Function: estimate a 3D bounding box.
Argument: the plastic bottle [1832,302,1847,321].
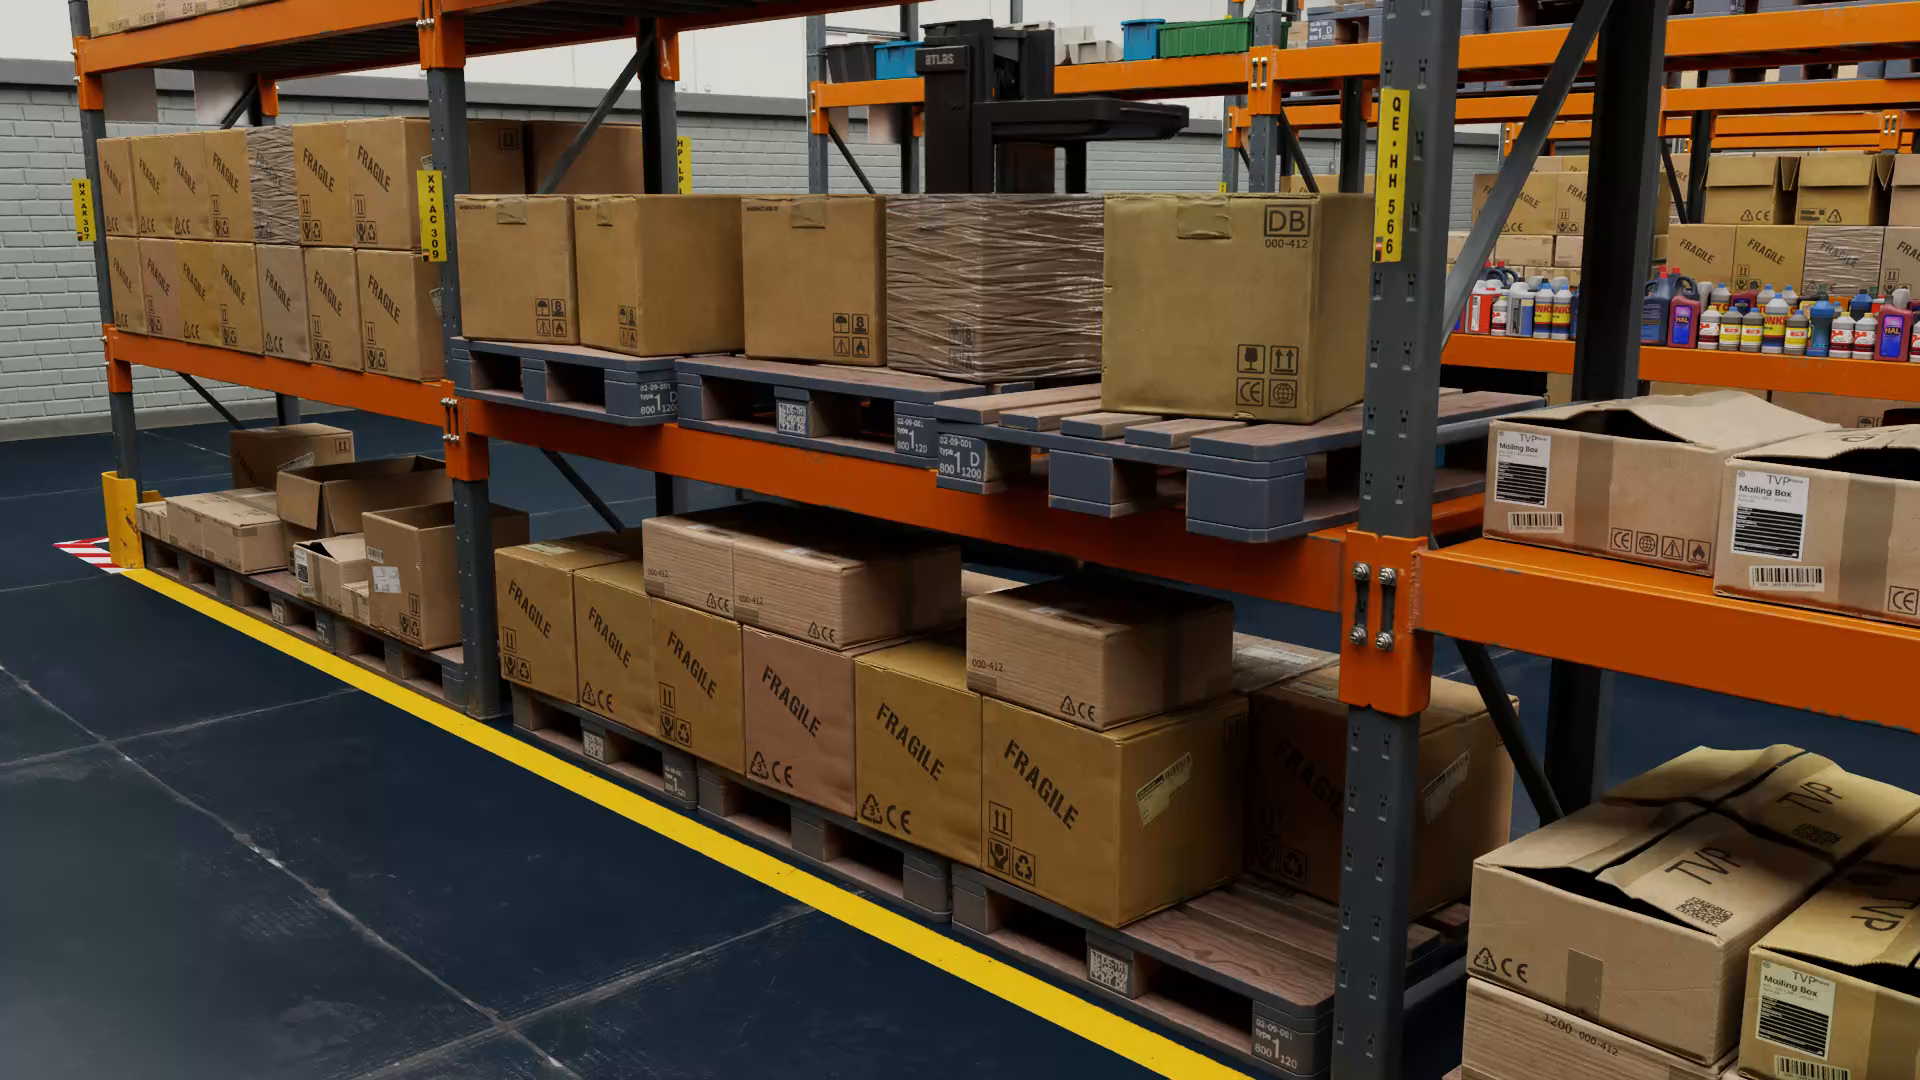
[{"bbox_3d":[4.271,-1.061,8.119,0.097,0.201,0.097,0,12,0],"label":"plastic bottle"}]

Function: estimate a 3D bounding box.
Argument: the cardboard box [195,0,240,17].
[{"bbox_3d":[-3.098,-2.486,7.481,0.500,0.250,0.500,-11,16,-43],"label":"cardboard box"}]

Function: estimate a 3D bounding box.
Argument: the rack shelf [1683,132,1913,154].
[{"bbox_3d":[11.414,-5.006,21.124,1.077,0.370,4.000,-11,16,-43],"label":"rack shelf"}]

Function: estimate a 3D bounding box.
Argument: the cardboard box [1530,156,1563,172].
[{"bbox_3d":[6.641,-4.058,18.713,0.500,0.500,0.500,-11,16,-43],"label":"cardboard box"}]

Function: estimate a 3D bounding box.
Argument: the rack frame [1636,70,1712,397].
[{"bbox_3d":[5.628,-2.216,13.235,1.000,3.000,0.127,-11,16,-43],"label":"rack frame"}]

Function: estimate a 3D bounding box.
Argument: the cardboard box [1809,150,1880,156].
[{"bbox_3d":[8.765,-3.608,16.527,0.500,0.500,0.500,11,16,43],"label":"cardboard box"}]

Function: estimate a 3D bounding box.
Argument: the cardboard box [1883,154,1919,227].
[{"bbox_3d":[6.981,-2.474,11.753,0.797,0.503,0.637,-10,15,-41],"label":"cardboard box"}]

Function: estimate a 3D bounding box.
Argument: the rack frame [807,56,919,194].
[{"bbox_3d":[-0.716,-2.110,12.718,1.000,3.000,0.127,-11,16,-43],"label":"rack frame"}]

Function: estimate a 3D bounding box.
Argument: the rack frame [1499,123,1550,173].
[{"bbox_3d":[6.523,-3.476,19.351,1.000,3.000,0.127,-11,16,-43],"label":"rack frame"}]

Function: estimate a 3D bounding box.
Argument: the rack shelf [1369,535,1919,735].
[{"bbox_3d":[2.604,0.392,2.359,1.077,0.370,4.000,-11,16,-43],"label":"rack shelf"}]

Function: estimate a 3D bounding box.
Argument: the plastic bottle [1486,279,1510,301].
[{"bbox_3d":[2.839,-1.231,8.759,0.152,0.276,0.135,-11,16,-43],"label":"plastic bottle"}]

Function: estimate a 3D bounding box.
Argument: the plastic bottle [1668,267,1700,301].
[{"bbox_3d":[3.661,-1.212,8.481,0.144,0.351,0.185,-11,16,-43],"label":"plastic bottle"}]

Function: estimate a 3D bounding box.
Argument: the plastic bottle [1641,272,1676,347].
[{"bbox_3d":[3.351,-1.113,8.005,0.144,0.351,0.185,-11,16,-43],"label":"plastic bottle"}]

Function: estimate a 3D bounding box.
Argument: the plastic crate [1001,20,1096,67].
[{"bbox_3d":[0.591,-3.154,10.649,0.437,0.282,0.530,-11,16,-43],"label":"plastic crate"}]

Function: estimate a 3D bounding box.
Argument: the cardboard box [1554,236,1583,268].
[{"bbox_3d":[5.133,-2.316,13.355,0.500,0.250,0.500,-11,16,-44],"label":"cardboard box"}]

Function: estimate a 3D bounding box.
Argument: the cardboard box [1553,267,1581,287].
[{"bbox_3d":[5.002,-2.130,13.437,0.380,0.149,0.250,-10,16,-41],"label":"cardboard box"}]

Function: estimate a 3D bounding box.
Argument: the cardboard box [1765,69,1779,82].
[{"bbox_3d":[8.432,-4.643,16.711,0.500,0.250,0.500,11,16,43],"label":"cardboard box"}]

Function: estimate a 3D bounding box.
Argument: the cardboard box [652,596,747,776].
[{"bbox_3d":[-0.665,0.427,5.508,0.500,0.500,0.500,-11,16,-42],"label":"cardboard box"}]

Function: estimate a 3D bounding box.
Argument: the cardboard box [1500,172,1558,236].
[{"bbox_3d":[4.774,-2.759,13.647,0.500,0.500,0.500,-11,16,-42],"label":"cardboard box"}]

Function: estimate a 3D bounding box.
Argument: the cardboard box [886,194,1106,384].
[{"bbox_3d":[0.213,-0.743,4.798,0.700,0.500,0.500,-7,14,-32],"label":"cardboard box"}]

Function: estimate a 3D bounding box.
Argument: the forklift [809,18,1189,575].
[{"bbox_3d":[0.617,-1.366,9.278,3.031,2.935,1.130,7,14,31],"label":"forklift"}]

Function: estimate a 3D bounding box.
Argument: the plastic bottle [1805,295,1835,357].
[{"bbox_3d":[3.860,-0.960,7.458,0.097,0.271,0.097,0,12,0],"label":"plastic bottle"}]

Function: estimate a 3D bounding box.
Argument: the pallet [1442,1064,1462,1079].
[{"bbox_3d":[1.763,1.239,3.375,1.003,0.211,1.213,-11,16,-43],"label":"pallet"}]

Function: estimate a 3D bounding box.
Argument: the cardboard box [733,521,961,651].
[{"bbox_3d":[-0.344,0.129,5.098,0.500,0.250,0.500,-11,16,-44],"label":"cardboard box"}]

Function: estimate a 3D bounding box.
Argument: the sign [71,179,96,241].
[{"bbox_3d":[-4.694,-1.768,8.916,0.100,0.325,0.005,-11,16,-43],"label":"sign"}]

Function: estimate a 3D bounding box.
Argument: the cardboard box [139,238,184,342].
[{"bbox_3d":[-3.826,-1.293,8.506,0.500,0.500,0.500,-11,16,-43],"label":"cardboard box"}]

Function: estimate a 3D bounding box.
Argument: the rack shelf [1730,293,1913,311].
[{"bbox_3d":[7.009,-1.572,11.890,1.077,0.370,4.000,-11,16,-43],"label":"rack shelf"}]

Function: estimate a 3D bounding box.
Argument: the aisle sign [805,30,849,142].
[{"bbox_3d":[-0.981,-3.352,12.306,0.394,0.787,0.004,-11,16,-43],"label":"aisle sign"}]

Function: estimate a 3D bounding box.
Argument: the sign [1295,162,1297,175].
[{"bbox_3d":[3.268,-3.557,16.285,0.100,0.325,0.005,-11,16,-43],"label":"sign"}]

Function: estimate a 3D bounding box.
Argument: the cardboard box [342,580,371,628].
[{"bbox_3d":[-2.440,0.255,7.217,0.380,0.149,0.250,-11,16,-43],"label":"cardboard box"}]

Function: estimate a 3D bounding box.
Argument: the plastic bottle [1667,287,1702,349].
[{"bbox_3d":[3.431,-1.051,7.870,0.061,0.283,0.133,-11,16,-43],"label":"plastic bottle"}]

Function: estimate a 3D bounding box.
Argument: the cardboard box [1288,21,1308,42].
[{"bbox_3d":[3.264,-4.504,15.371,0.500,0.500,0.700,11,16,42],"label":"cardboard box"}]

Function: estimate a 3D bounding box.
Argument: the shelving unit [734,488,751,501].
[{"bbox_3d":[-1.006,-0.763,10.825,0.538,1.125,1.048,-8,14,-36],"label":"shelving unit"}]

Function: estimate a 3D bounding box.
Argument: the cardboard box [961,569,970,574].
[{"bbox_3d":[-0.310,0.351,5.878,0.500,0.500,0.500,-11,16,-42],"label":"cardboard box"}]

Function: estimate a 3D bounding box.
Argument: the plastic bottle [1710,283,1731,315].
[{"bbox_3d":[3.885,-1.177,8.508,0.097,0.271,0.097,0,12,0],"label":"plastic bottle"}]

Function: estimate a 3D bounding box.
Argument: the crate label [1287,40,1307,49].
[{"bbox_3d":[1.917,-2.978,10.151,0.293,0.136,0.466,-11,16,-43],"label":"crate label"}]

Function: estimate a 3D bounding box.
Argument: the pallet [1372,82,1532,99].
[{"bbox_3d":[4.232,-3.941,14.392,1.003,0.211,1.213,-11,16,-43],"label":"pallet"}]

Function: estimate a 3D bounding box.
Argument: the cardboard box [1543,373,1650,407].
[{"bbox_3d":[5.230,-1.489,13.928,0.875,0.875,0.875,-11,16,-43],"label":"cardboard box"}]

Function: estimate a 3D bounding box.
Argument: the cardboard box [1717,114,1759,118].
[{"bbox_3d":[8.063,-4.471,17.116,0.500,0.250,0.500,-11,16,-43],"label":"cardboard box"}]

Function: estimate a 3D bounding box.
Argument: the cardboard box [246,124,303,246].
[{"bbox_3d":[-2.779,-1.561,7.327,0.500,0.500,0.500,-11,16,-42],"label":"cardboard box"}]

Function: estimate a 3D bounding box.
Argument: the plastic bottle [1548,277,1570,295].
[{"bbox_3d":[3.245,-1.306,9.125,0.152,0.276,0.135,-11,16,-43],"label":"plastic bottle"}]

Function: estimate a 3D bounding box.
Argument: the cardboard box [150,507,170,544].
[{"bbox_3d":[-4.088,-0.102,8.906,0.380,0.166,0.250,-11,16,-43],"label":"cardboard box"}]

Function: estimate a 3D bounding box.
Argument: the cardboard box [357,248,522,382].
[{"bbox_3d":[-2.070,-0.922,6.707,0.500,0.500,0.500,-11,16,-42],"label":"cardboard box"}]

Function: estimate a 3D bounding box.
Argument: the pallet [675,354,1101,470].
[{"bbox_3d":[-0.123,-0.442,5.097,1.003,0.211,1.213,-11,16,-43],"label":"pallet"}]

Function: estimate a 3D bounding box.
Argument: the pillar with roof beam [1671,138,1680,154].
[{"bbox_3d":[9.297,-7.731,25.133,9.100,9.000,0.400,-11,16,-43],"label":"pillar with roof beam"}]

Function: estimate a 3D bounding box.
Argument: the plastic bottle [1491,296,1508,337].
[{"bbox_3d":[2.790,-1.152,8.562,0.097,0.201,0.097,0,12,0],"label":"plastic bottle"}]

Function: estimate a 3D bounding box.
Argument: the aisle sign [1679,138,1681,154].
[{"bbox_3d":[9.774,-5.424,22.364,0.394,0.787,0.004,-11,16,-43],"label":"aisle sign"}]

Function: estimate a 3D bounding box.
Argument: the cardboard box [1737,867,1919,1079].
[{"bbox_3d":[1.741,0.807,2.946,0.500,0.311,0.500,11,16,44],"label":"cardboard box"}]
